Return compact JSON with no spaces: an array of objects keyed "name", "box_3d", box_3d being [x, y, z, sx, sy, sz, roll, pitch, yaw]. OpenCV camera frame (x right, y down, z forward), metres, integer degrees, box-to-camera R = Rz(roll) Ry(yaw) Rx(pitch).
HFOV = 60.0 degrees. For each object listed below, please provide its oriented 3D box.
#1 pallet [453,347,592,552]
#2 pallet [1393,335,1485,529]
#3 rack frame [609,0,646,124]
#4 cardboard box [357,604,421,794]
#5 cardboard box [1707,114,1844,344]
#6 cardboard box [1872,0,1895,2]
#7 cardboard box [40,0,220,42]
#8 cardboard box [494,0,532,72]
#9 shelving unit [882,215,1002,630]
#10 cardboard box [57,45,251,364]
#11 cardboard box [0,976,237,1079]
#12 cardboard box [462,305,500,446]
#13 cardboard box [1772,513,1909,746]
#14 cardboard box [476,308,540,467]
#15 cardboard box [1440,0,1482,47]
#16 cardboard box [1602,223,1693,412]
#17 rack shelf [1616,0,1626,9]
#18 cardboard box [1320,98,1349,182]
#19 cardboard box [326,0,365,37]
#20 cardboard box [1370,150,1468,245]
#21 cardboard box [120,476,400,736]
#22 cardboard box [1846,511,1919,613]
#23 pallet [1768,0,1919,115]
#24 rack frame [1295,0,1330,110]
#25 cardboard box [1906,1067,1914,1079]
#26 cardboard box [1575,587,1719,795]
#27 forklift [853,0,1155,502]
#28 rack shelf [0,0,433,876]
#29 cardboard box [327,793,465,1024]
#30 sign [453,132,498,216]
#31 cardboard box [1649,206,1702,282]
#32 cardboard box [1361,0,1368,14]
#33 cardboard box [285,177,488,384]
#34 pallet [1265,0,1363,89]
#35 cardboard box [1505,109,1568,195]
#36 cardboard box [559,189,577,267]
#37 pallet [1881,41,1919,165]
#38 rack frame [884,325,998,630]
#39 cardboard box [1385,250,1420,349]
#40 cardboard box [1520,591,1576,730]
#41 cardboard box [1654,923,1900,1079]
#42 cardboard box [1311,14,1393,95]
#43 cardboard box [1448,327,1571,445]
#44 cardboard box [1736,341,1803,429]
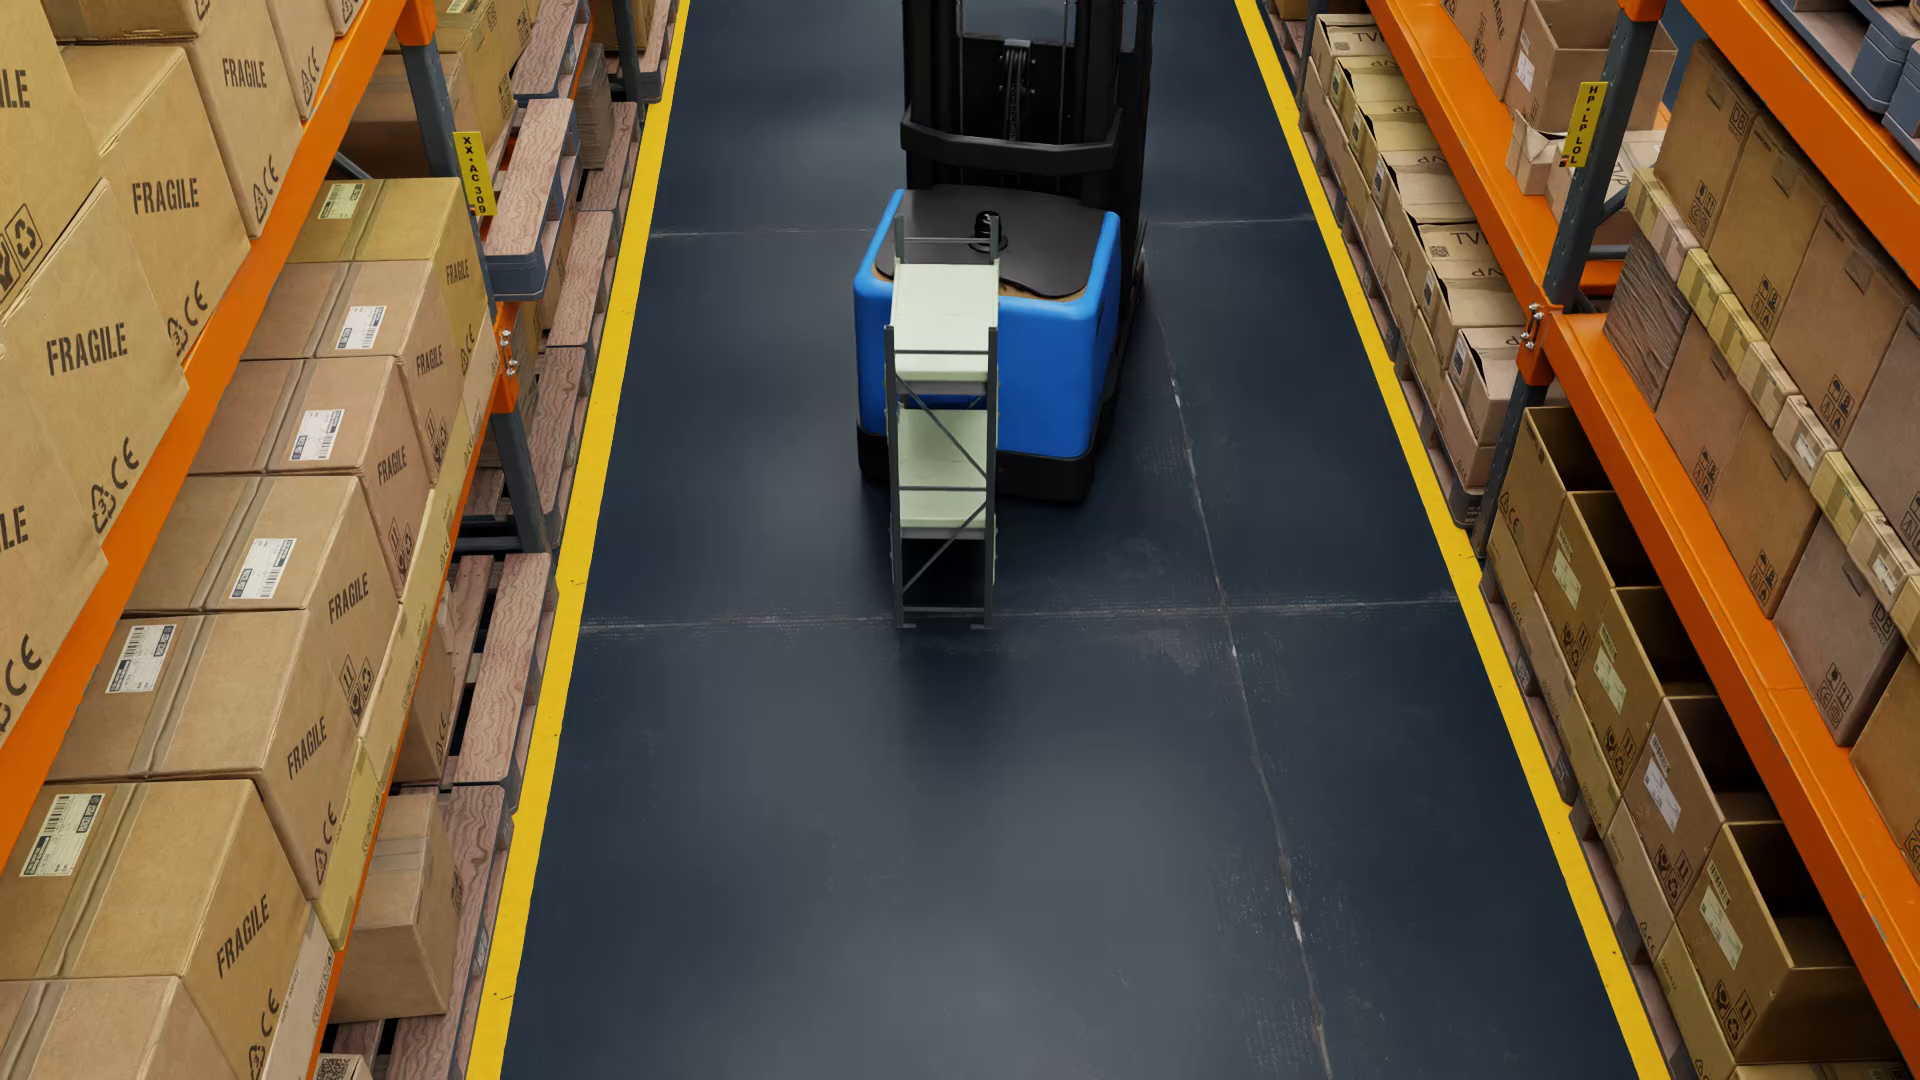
[{"name":"pallet","box_3d":[-2.261,-0.427,7.559,1.003,0.211,1.213,-2,43,-2]},{"name":"pallet","box_3d":[2.652,-0.542,7.685,1.003,0.211,1.213,-2,43,-2]},{"name":"rack frame","box_3d":[-2.396,-3.629,8.990,1.000,3.000,0.127,-2,43,-2]},{"name":"cardboard box","box_3d":[-1.831,0.445,4.641,0.500,0.250,0.500,-1,43,-1]},{"name":"cardboard box","box_3d":[2.770,-0.948,5.031,0.700,0.500,0.500,-2,43,-2]},{"name":"cardboard box","box_3d":[2.503,-1.641,4.252,0.500,0.311,0.500,-4,43,-4]},{"name":"cardboard box","box_3d":[-1.868,-1.395,3.504,0.500,0.500,0.500,-3,43,-3]},{"name":"cardboard box","box_3d":[-2.290,-2.294,7.133,0.700,0.500,0.500,4,43,4]},{"name":"shelving unit","box_3d":[-0.059,-0.440,6.620,0.431,1.500,0.755,1,43,1]},{"name":"cardboard box","box_3d":[-1.878,-0.687,3.471,0.500,0.500,0.500,1,43,1]},{"name":"cardboard box","box_3d":[-1.777,1.212,3.249,0.500,0.500,0.500,-2,43,-2]},{"name":"cardboard box","box_3d":[-1.904,-0.570,5.748,0.500,0.250,0.500,-2,43,-2]},{"name":"cardboard box","box_3d":[2.817,0.229,4.706,0.700,0.500,0.500,0,43,-1]},{"name":"cardboard box","box_3d":[-2.274,-0.666,7.281,0.700,0.500,0.500,0,43,0]},{"name":"cardboard box","box_3d":[2.640,-2.679,7.878,0.500,0.500,0.500,-4,43,-4]},{"name":"cardboard box","box_3d":[2.748,-0.811,5.841,0.700,0.500,0.500,-3,43,-3]},{"name":"rack shelf","box_3d":[2.638,-3.264,6.904,1.077,0.370,4.000,-2,43,-2]},{"name":"cardboard box","box_3d":[2.304,-2.214,9.170,0.500,0.250,0.500,-3,43,-3]},{"name":"cardboard box","box_3d":[-1.958,-1.744,4.624,0.500,0.500,0.500,-1,43,-1]},{"name":"cardboard box","box_3d":[2.354,-1.714,8.209,0.500,0.311,0.500,-2,43,-2]},{"name":"cardboard box","box_3d":[-1.837,0.181,4.374,0.500,0.500,0.500,0,43,0]},{"name":"cardboard box","box_3d":[2.618,0.051,4.420,0.380,0.149,0.250,-2,43,-2]},{"name":"pallet","box_3d":[2.785,-1.572,4.590,1.003,0.211,1.213,-2,43,-2]},{"name":"rack frame","box_3d":[2.553,-3.774,9.148,1.000,3.000,0.127,-2,43,-2]},{"name":"cardboard box","box_3d":[3.067,1.780,4.813,0.500,0.250,0.500,-2,43,-2]},{"name":"cardboard box","box_3d":[2.472,0.506,5.647,0.500,0.500,0.500,-2,43,-2]},{"name":"forklift","box_3d":[0.341,-2.254,7.540,1.130,2.935,3.031,8,43,9]},{"name":"rack shelf","box_3d":[-2.142,-0.419,3.800,1.077,0.370,4.000,-2,43,-2]},{"name":"cardboard box","box_3d":[-2.002,1.179,5.268,0.700,0.500,0.500,-4,43,-4]},{"name":"sign","box_3d":[-1.685,-1.269,5.774,0.100,0.325,0.005,-2,43,-2]},{"name":"cardboard box","box_3d":[2.551,-0.993,5.560,0.380,0.149,0.250,-1,43,-1]},{"name":"cardboard box","box_3d":[2.791,-3.684,10.573,0.500,0.500,0.500,-3,43,-3]},{"name":"cardboard box","box_3d":[-1.897,-0.847,5.496,0.500,0.500,0.500,-2,43,-2]},{"name":"pallet","box_3d":[2.559,-3.251,10.641,1.003,0.211,1.213,-2,43,-2]},{"name":"cardboard box","box_3d":[2.502,-1.612,6.889,0.396,0.266,0.258,-3,43,-3]},{"name":"cardboard box","box_3d":[-2.359,-1.700,8.409,0.700,0.500,0.500,-2,43,-2]},{"name":"pallet","box_3d":[2.833,-0.750,3.694,1.003,0.211,1.213,-2,43,-2]},{"name":"rack frame","box_3d":[-0.066,-0.192,6.350,0.400,1.500,0.023,1,43,1]},{"name":"cardboard box","box_3d":[2.373,-1.173,8.034,0.500,0.250,0.500,-1,43,-1]},{"name":"cardboard box","box_3d":[2.455,0.445,6.269,0.500,0.250,0.500,-2,43,-2]},{"name":"cardboard box","box_3d":[2.518,1.457,5.164,0.500,0.250,0.500,-2,43,-2]},{"name":"cardboard box","box_3d":[2.281,-2.760,9.350,0.500,0.311,0.500,0,43,0]},{"name":"cardboard box","box_3d":[2.419,-0.687,7.089,0.500,0.311,0.500,-2,43,-2]},{"name":"cardboard box","box_3d":[2.585,-0.473,4.992,0.380,0.149,0.250,-3,43,-3]}]
